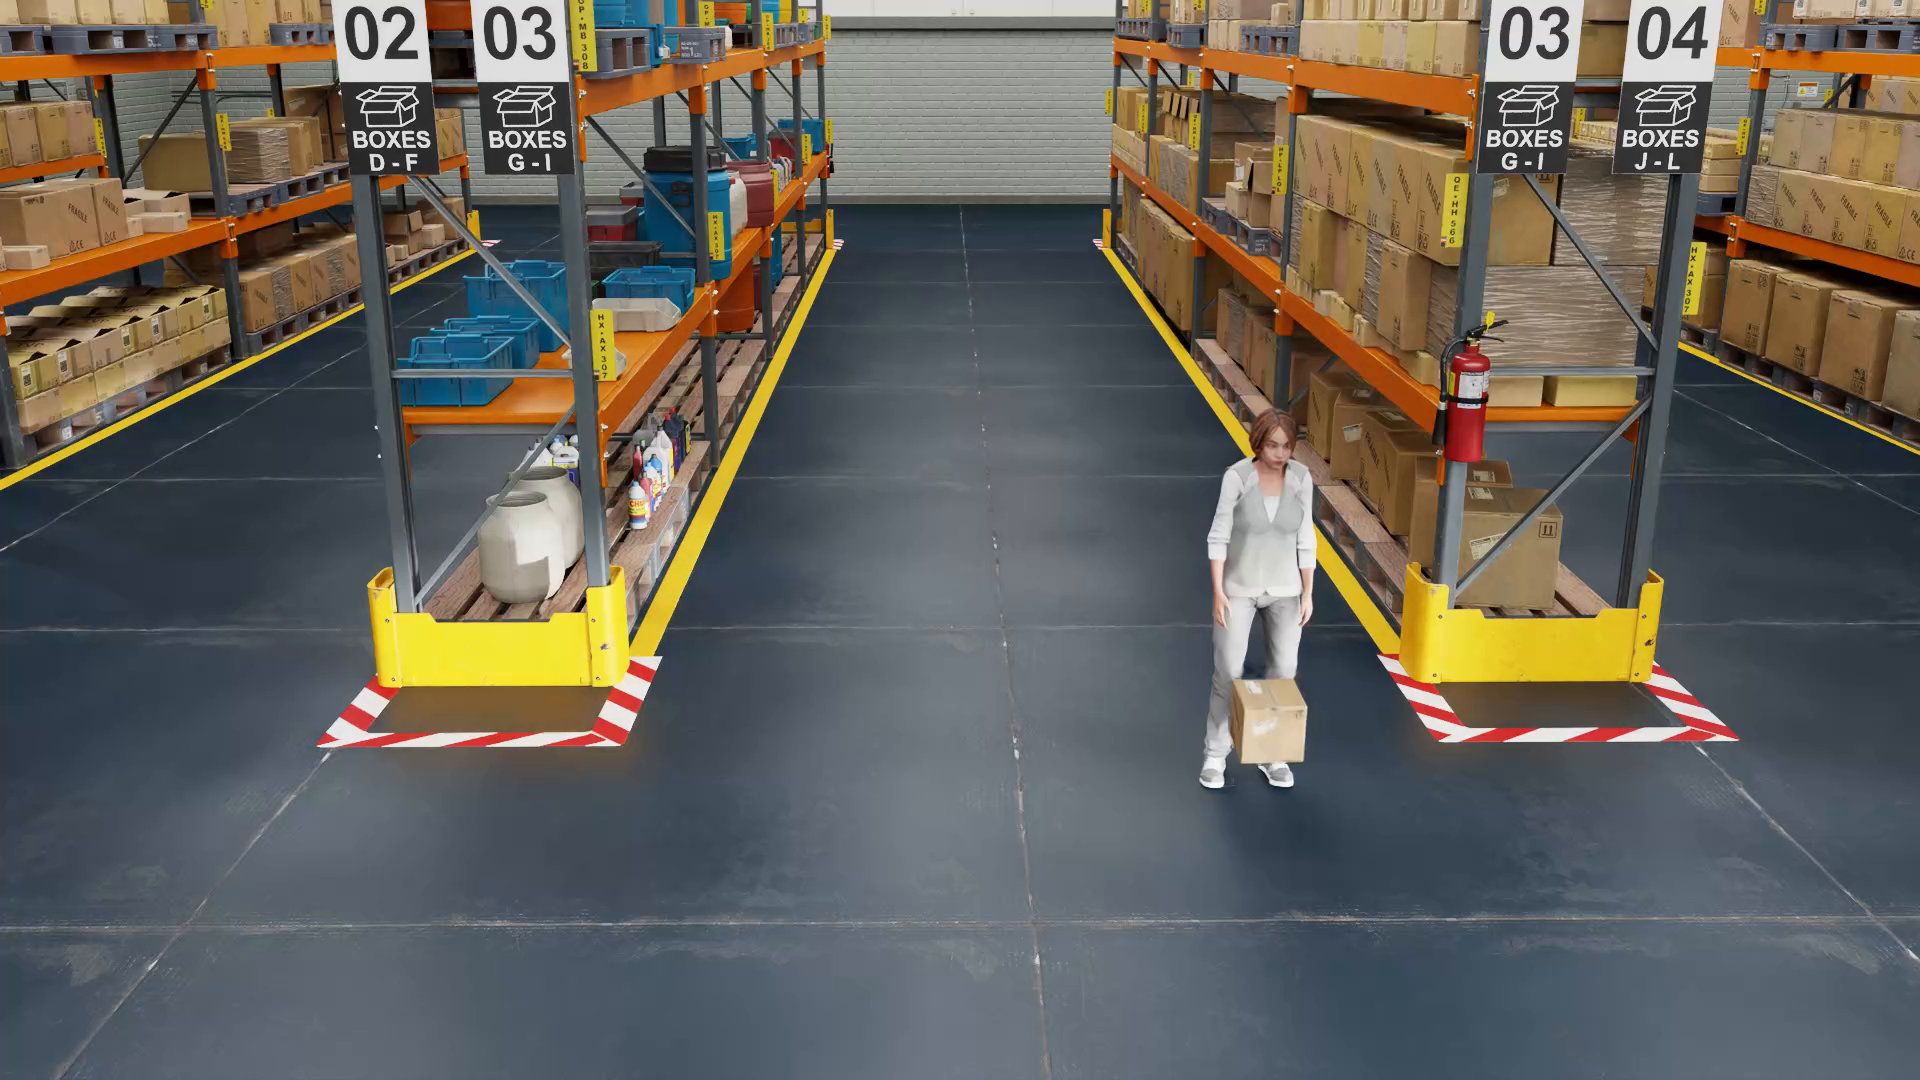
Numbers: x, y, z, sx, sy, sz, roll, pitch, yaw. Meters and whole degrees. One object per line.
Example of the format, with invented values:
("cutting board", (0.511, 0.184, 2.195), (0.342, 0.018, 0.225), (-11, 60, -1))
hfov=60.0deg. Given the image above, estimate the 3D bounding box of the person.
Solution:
("person", (1.231, 0.238, 6.809), (0.464, 1.592, 0.346), (0, 17, -1))
